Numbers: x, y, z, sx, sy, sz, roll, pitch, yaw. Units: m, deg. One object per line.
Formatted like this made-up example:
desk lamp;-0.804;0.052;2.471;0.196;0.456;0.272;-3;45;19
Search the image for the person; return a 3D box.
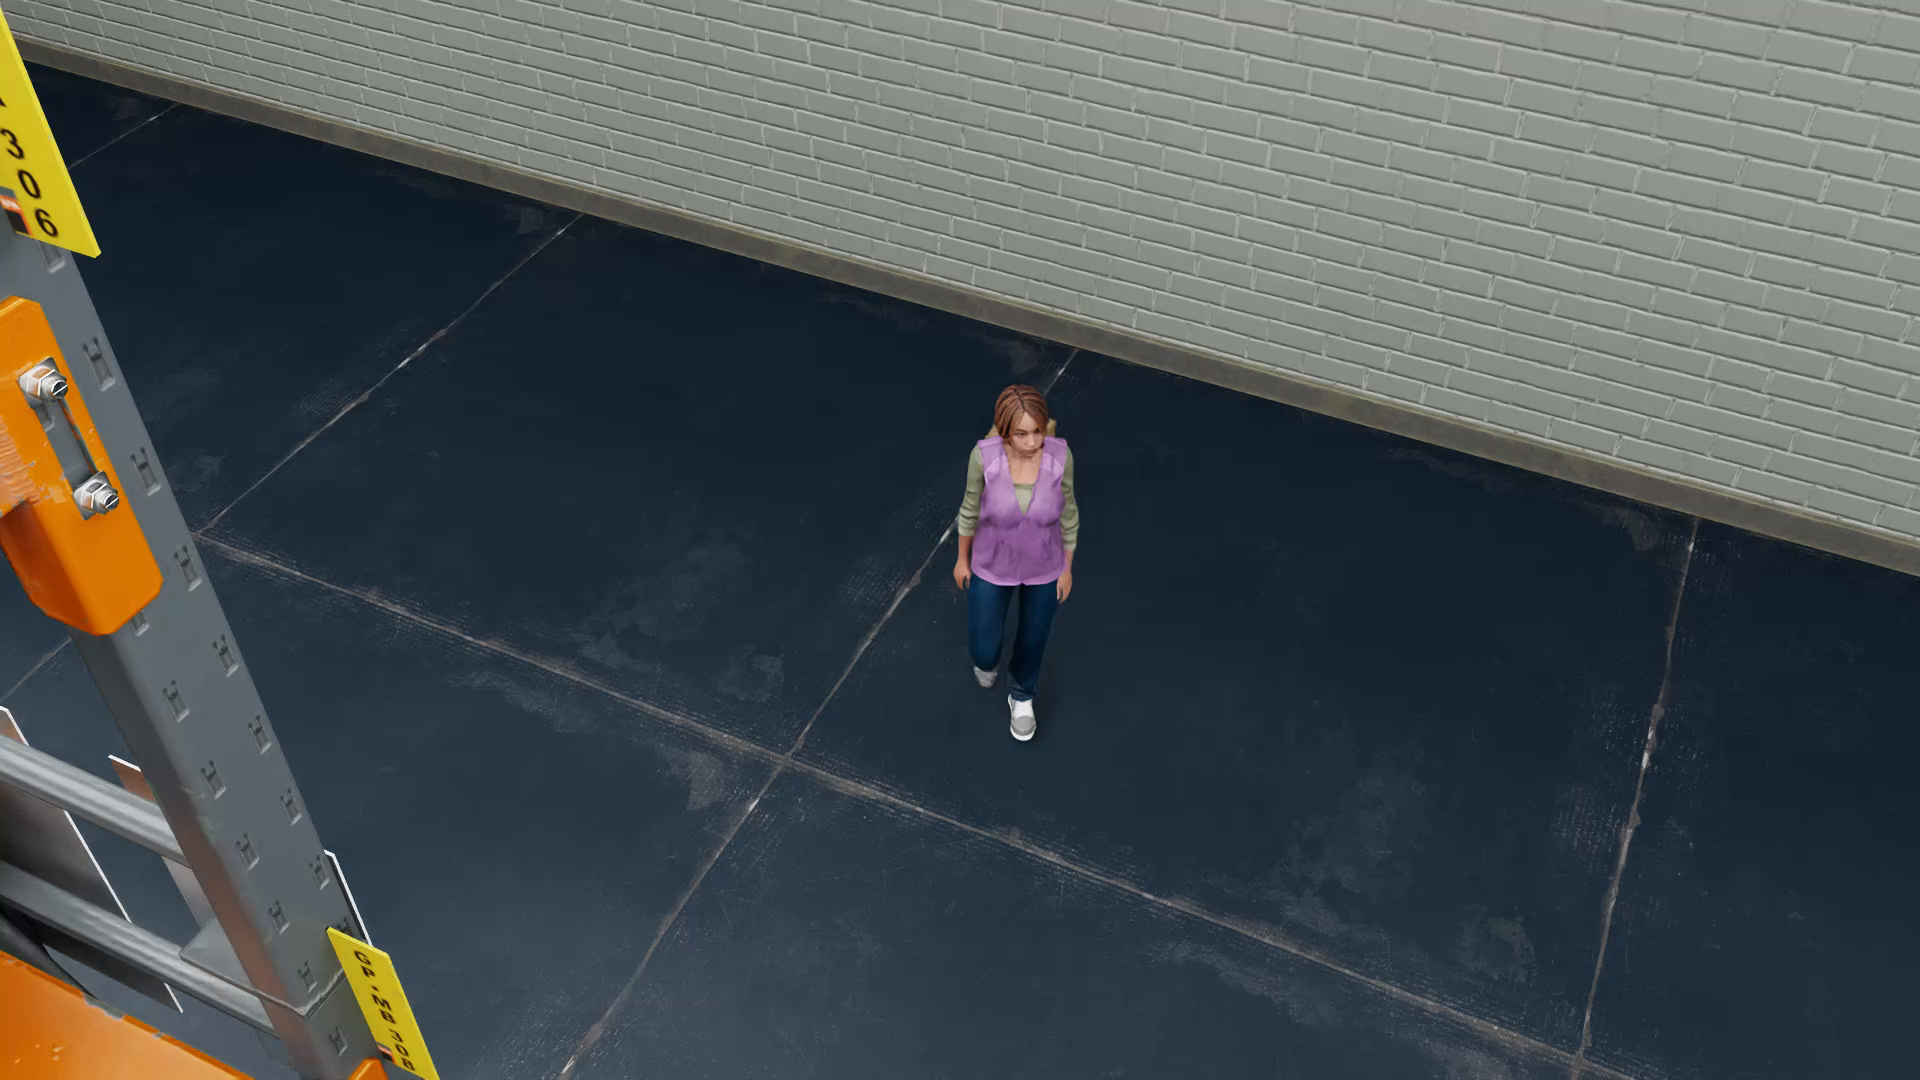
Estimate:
person;0.202;0.080;6.039;0.444;1.591;0.454;-3;43;-4
